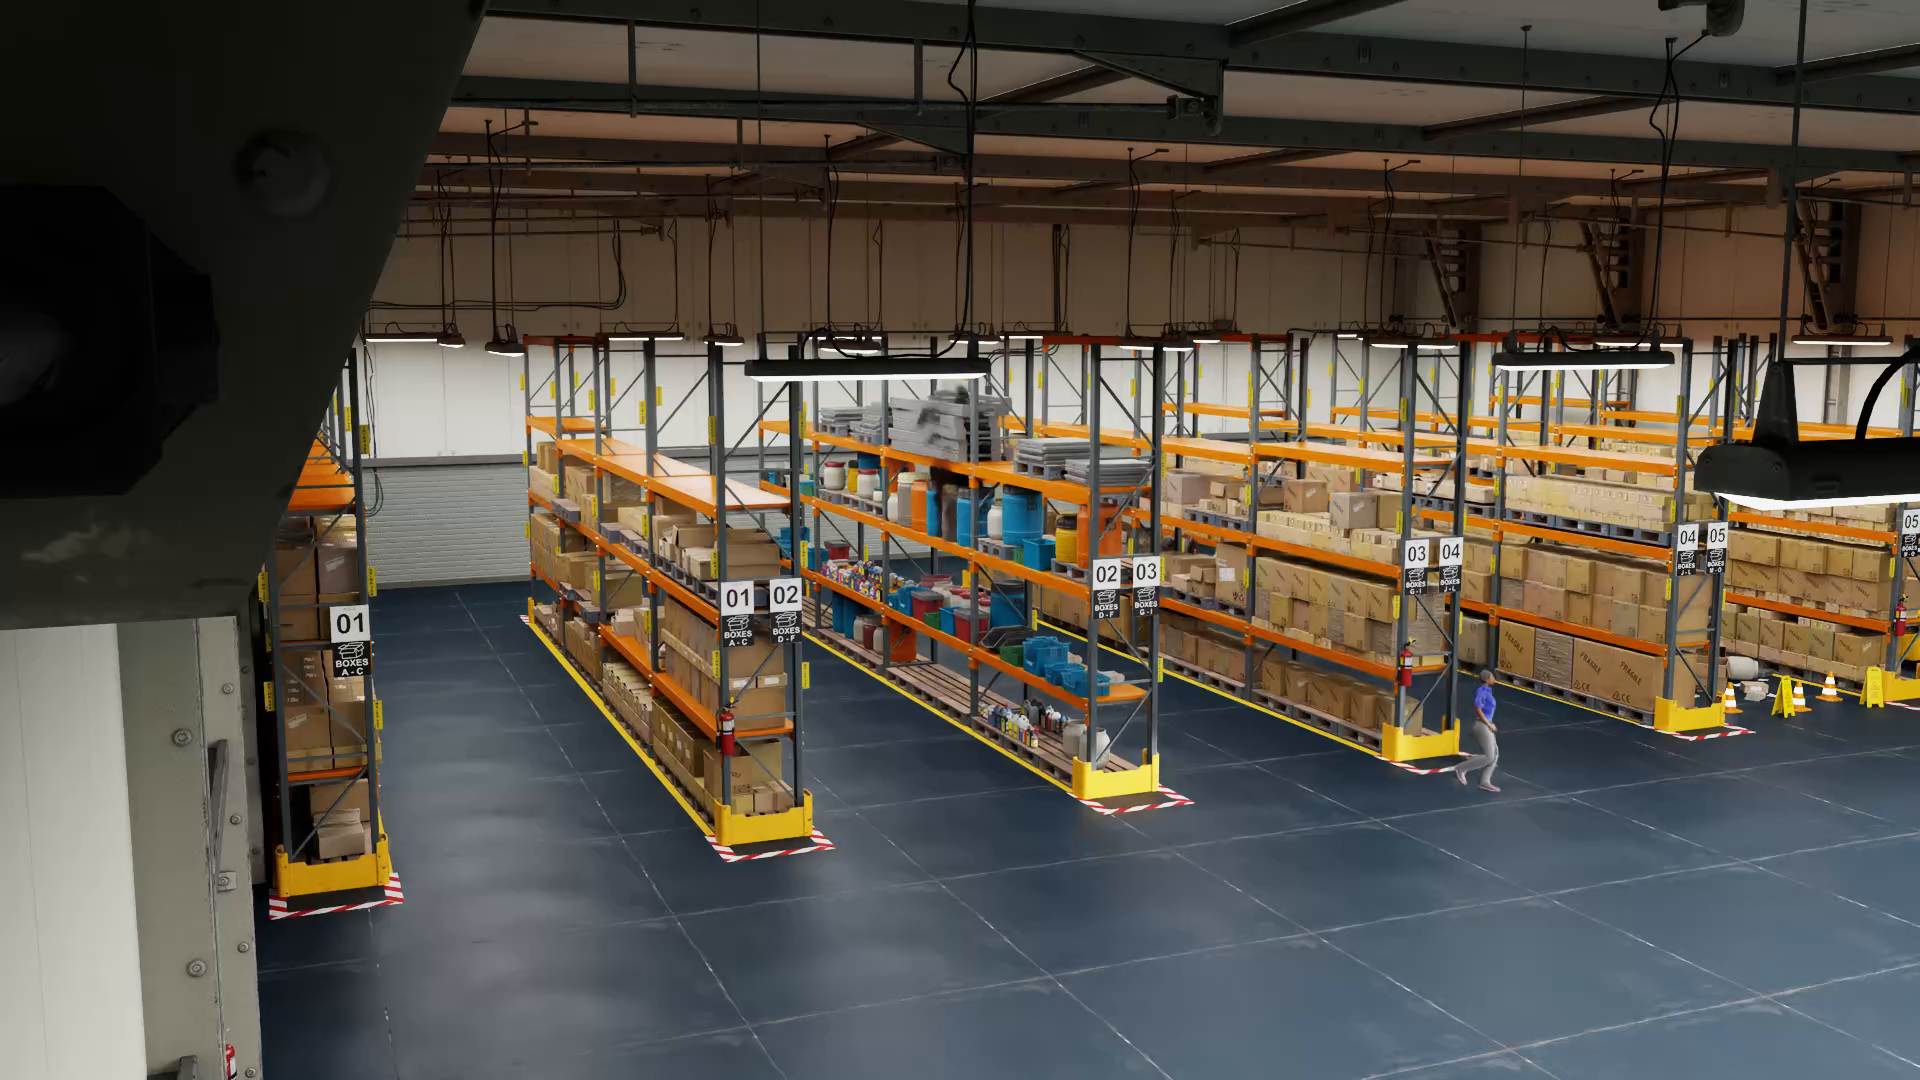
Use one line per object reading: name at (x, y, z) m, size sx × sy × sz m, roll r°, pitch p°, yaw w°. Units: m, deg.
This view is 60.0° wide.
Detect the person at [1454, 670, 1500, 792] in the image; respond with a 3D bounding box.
person at (7.026, 2.556, 22.553) m, size 0.615 × 1.615 × 0.619 m, roll 2°, pitch 8°, yaw 14°

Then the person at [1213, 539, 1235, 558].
person at (5.753, 0.814, 35.066) m, size 0.666 × 1.841 × 0.818 m, roll -3°, pitch 8°, yaw -21°

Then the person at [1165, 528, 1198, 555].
person at (4.959, 0.617, 36.851) m, size 0.670 × 1.734 × 0.784 m, roll -3°, pitch 8°, yaw -20°
